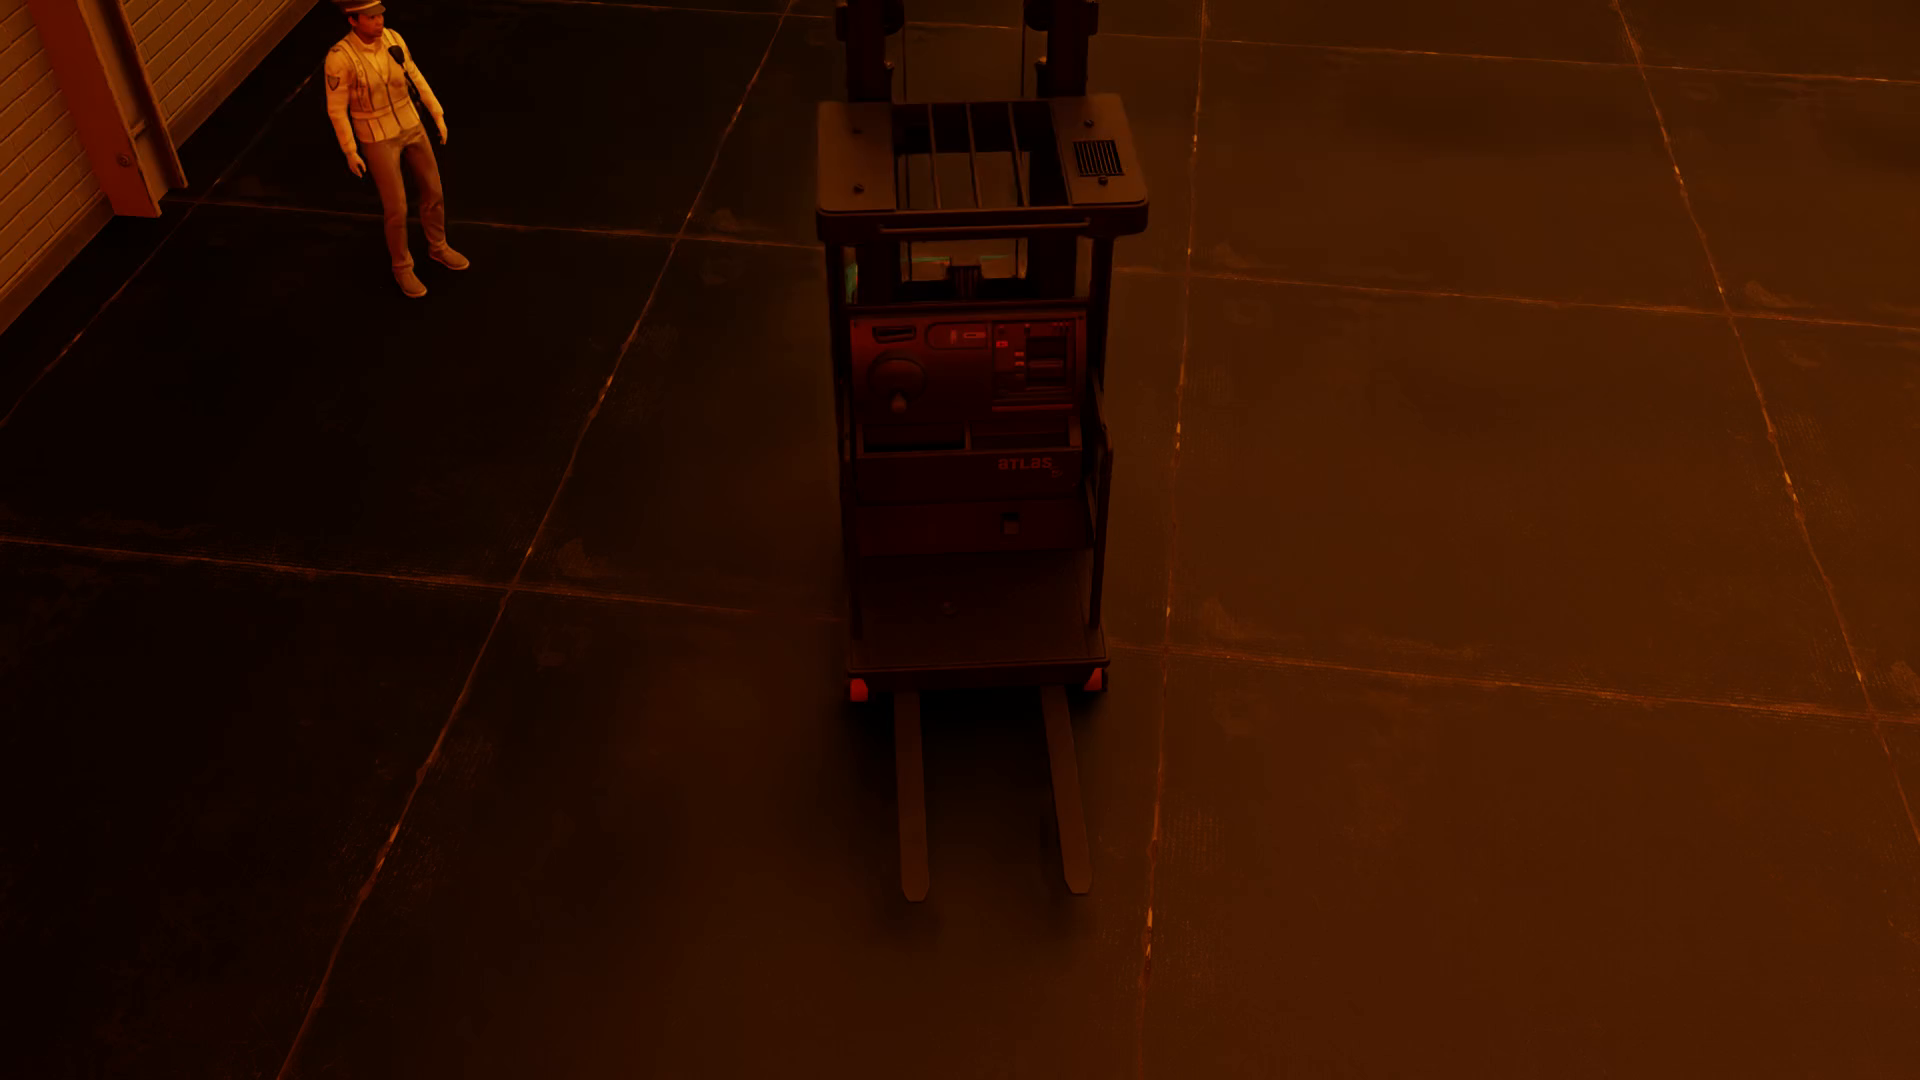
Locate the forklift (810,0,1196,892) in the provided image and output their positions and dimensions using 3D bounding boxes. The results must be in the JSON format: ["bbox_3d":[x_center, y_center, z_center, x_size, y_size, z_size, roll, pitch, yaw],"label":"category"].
[{"bbox_3d":[0.159,-0.664,6.448,1.130,2.935,3.031,-10,44,-11],"label":"forklift"}]

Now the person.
[{"bbox_3d":[-3.042,-2.181,9.010,0.500,1.697,0.589,30,50,29],"label":"person"}]
